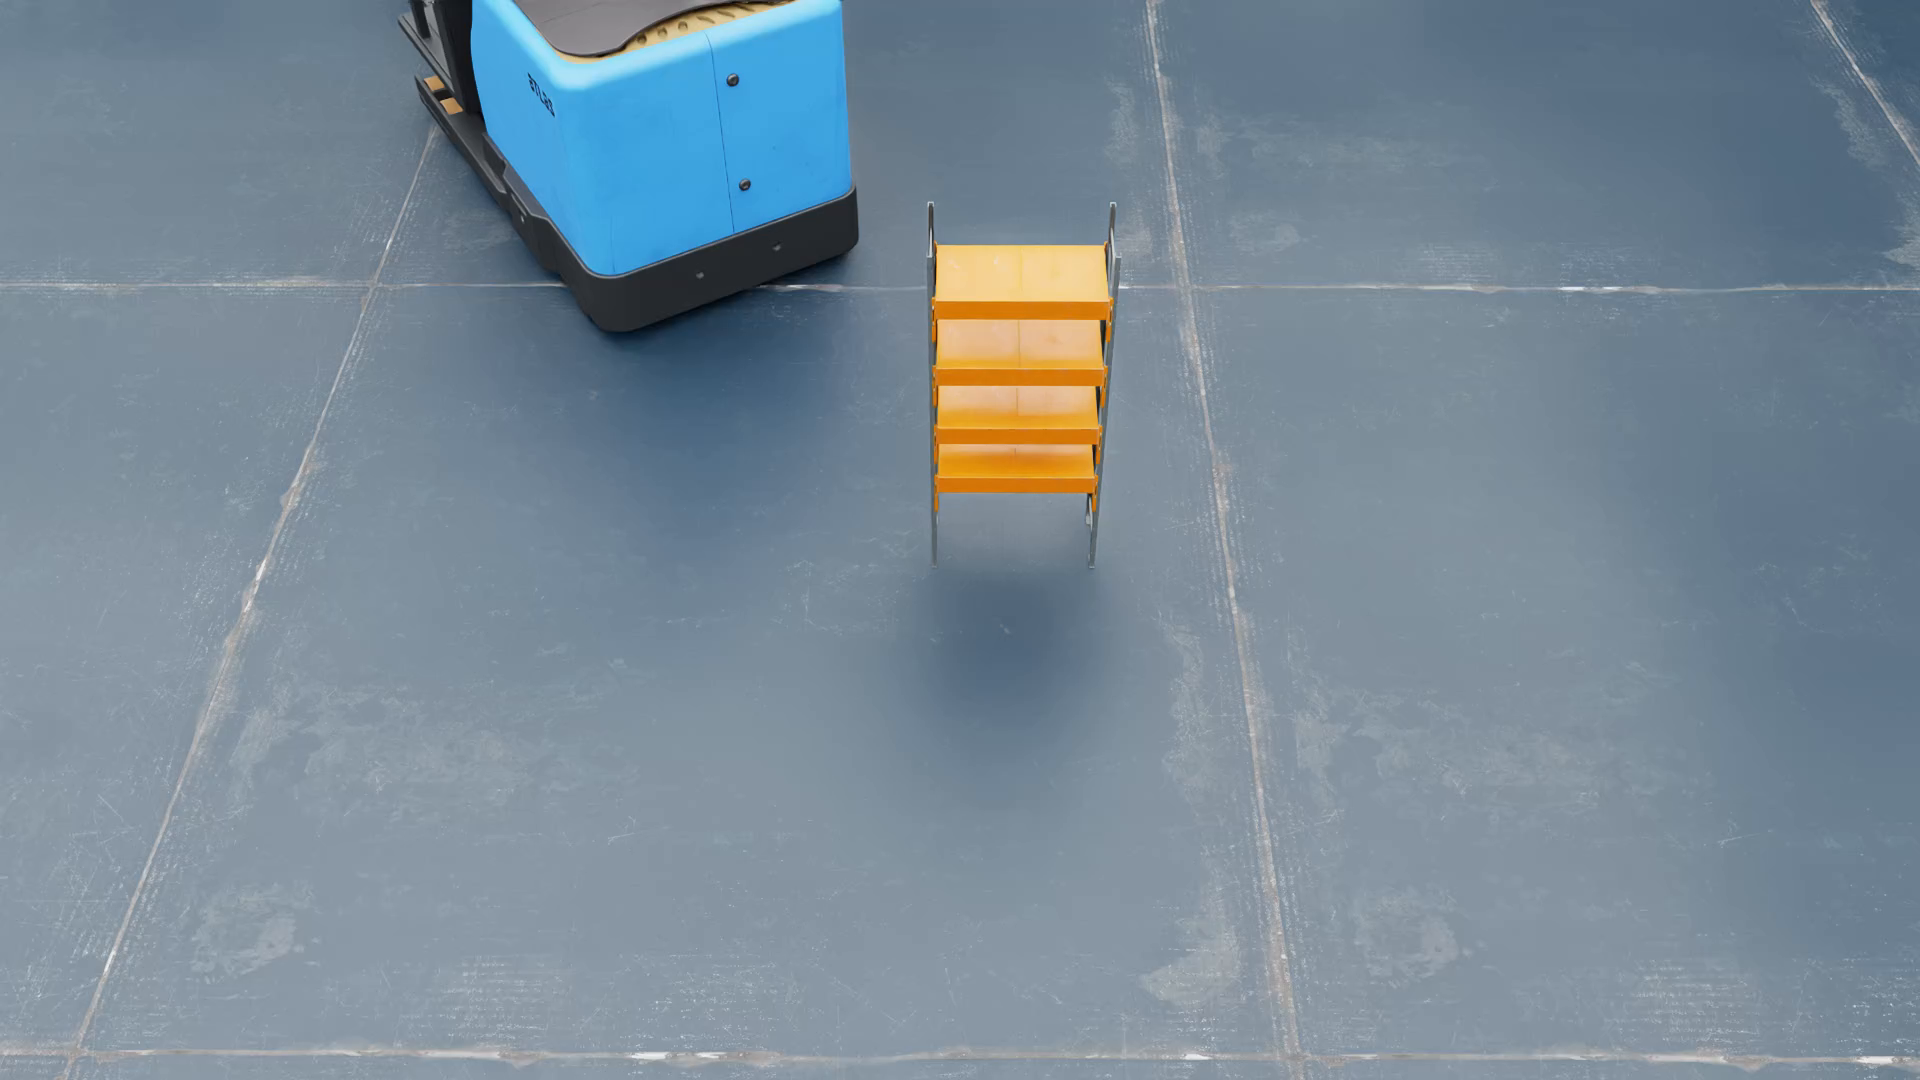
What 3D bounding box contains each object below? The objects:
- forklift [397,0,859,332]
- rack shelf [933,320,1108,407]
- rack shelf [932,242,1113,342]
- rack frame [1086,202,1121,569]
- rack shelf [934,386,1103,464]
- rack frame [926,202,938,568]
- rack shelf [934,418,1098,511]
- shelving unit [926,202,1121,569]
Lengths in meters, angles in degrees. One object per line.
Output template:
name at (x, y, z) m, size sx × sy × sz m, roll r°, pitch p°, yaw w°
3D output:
forklift at (-1.576, -2.792, 5.847) m, size 1.130 × 2.935 × 3.031 m, roll -24°, pitch 52°, yaw -21°
rack shelf at (0.166, -0.515, 4.696) m, size 0.480 × 0.148 × 0.258 m, roll 0°, pitch 47°, yaw 0°
rack shelf at (0.166, -0.676, 4.523) m, size 0.480 × 0.148 × 0.258 m, roll 0°, pitch 47°, yaw 0°
rack frame at (0.410, -0.408, 4.810) m, size 0.015 × 1.200 × 0.240 m, roll 0°, pitch 47°, yaw 0°
rack shelf at (0.166, -0.363, 4.860) m, size 0.480 × 0.148 × 0.258 m, roll 0°, pitch 47°, yaw 0°
rack frame at (-0.078, -0.409, 4.811) m, size 0.015 × 1.200 × 0.240 m, roll 0°, pitch 47°, yaw 0°
rack shelf at (0.166, -0.227, 5.005) m, size 0.480 × 0.148 × 0.258 m, roll 0°, pitch 47°, yaw 0°
shelving unit at (0.166, -0.408, 4.810) m, size 0.503 × 1.200 × 0.258 m, roll 0°, pitch 47°, yaw 0°
